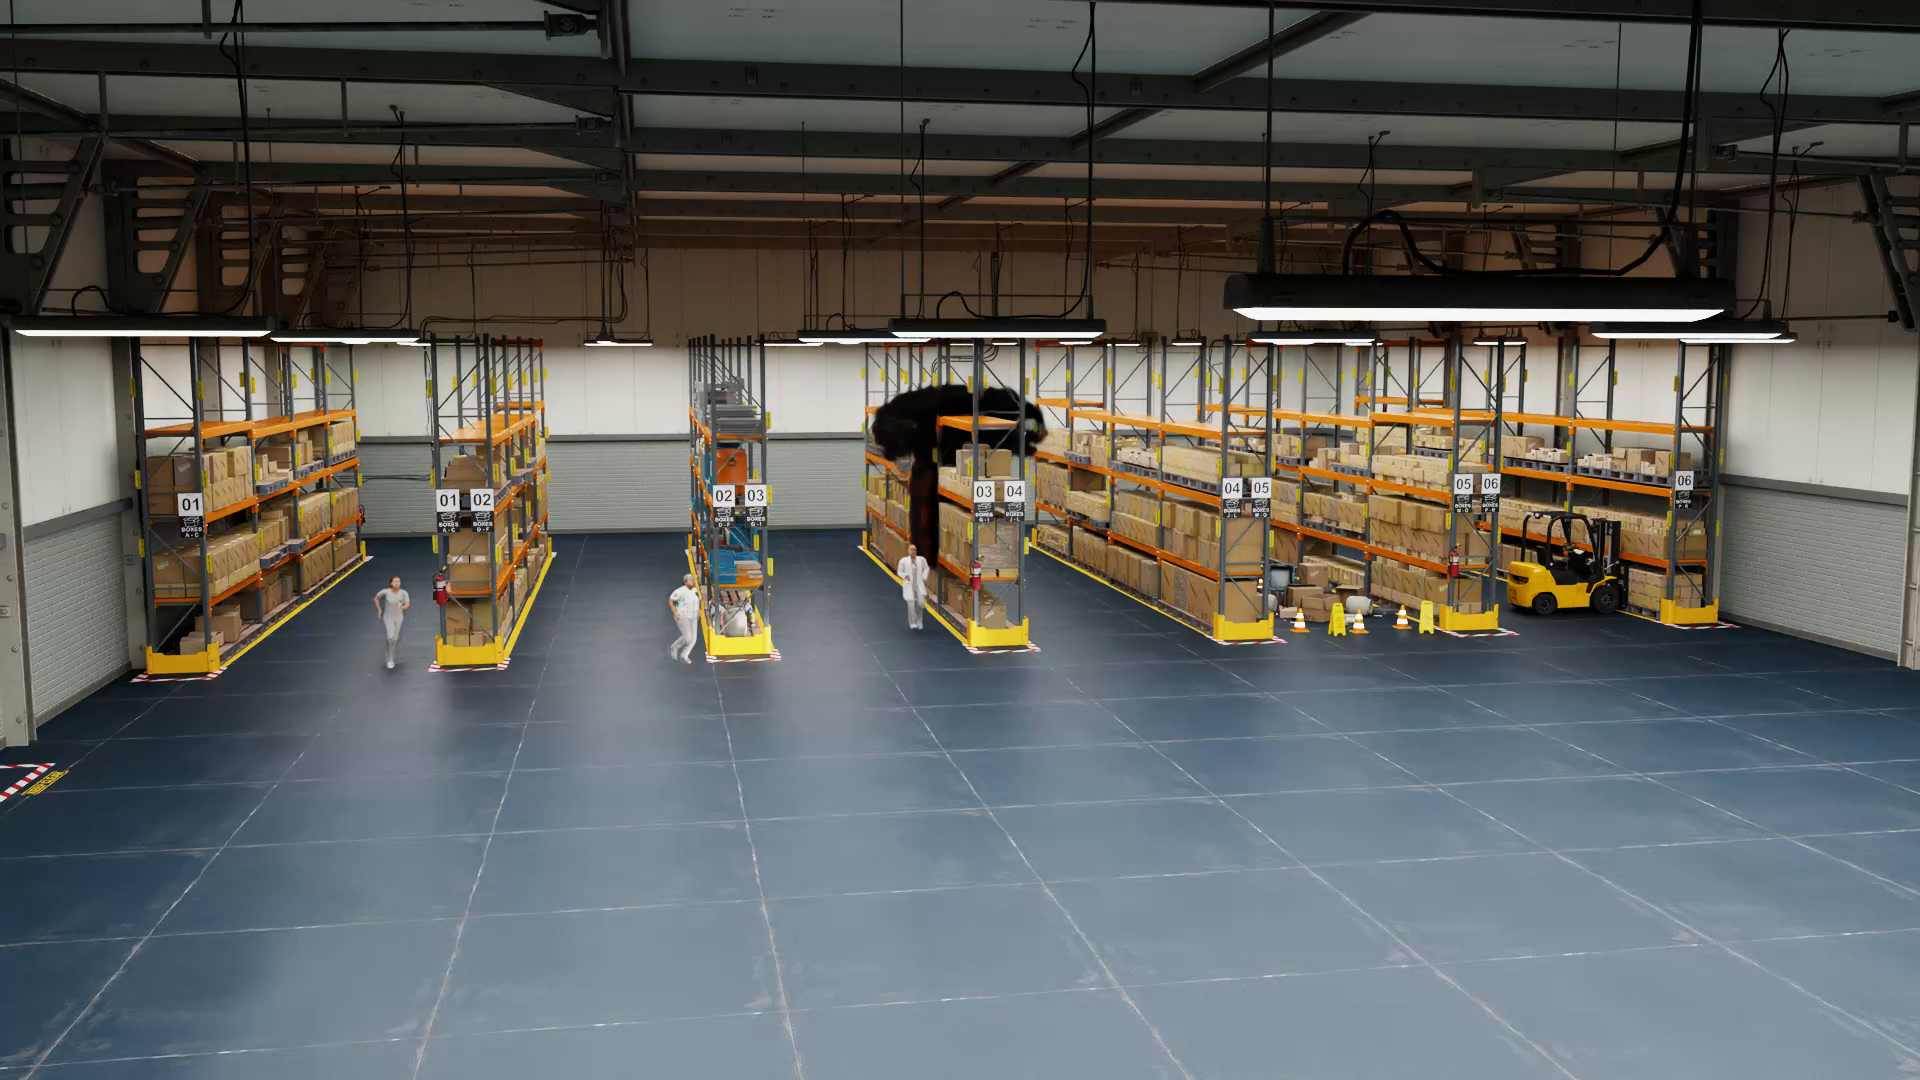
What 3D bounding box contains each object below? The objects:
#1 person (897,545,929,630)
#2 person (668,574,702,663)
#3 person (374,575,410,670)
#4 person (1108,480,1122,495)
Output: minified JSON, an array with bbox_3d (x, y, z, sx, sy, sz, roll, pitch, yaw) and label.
[{"bbox_3d":[-0.931,0.975,33.874,0.681,1.765,0.721,-1,7,-9],"label":"person"},{"bbox_3d":[-4.997,1.439,30.547,0.510,1.627,0.661,5,8,38],"label":"person"},{"bbox_3d":[-10.265,1.474,30.116,0.555,1.706,0.707,-4,8,-34],"label":"person"},{"bbox_3d":[4.718,-0.960,50.794,0.918,1.764,0.712,-4,8,-32],"label":"person"}]
